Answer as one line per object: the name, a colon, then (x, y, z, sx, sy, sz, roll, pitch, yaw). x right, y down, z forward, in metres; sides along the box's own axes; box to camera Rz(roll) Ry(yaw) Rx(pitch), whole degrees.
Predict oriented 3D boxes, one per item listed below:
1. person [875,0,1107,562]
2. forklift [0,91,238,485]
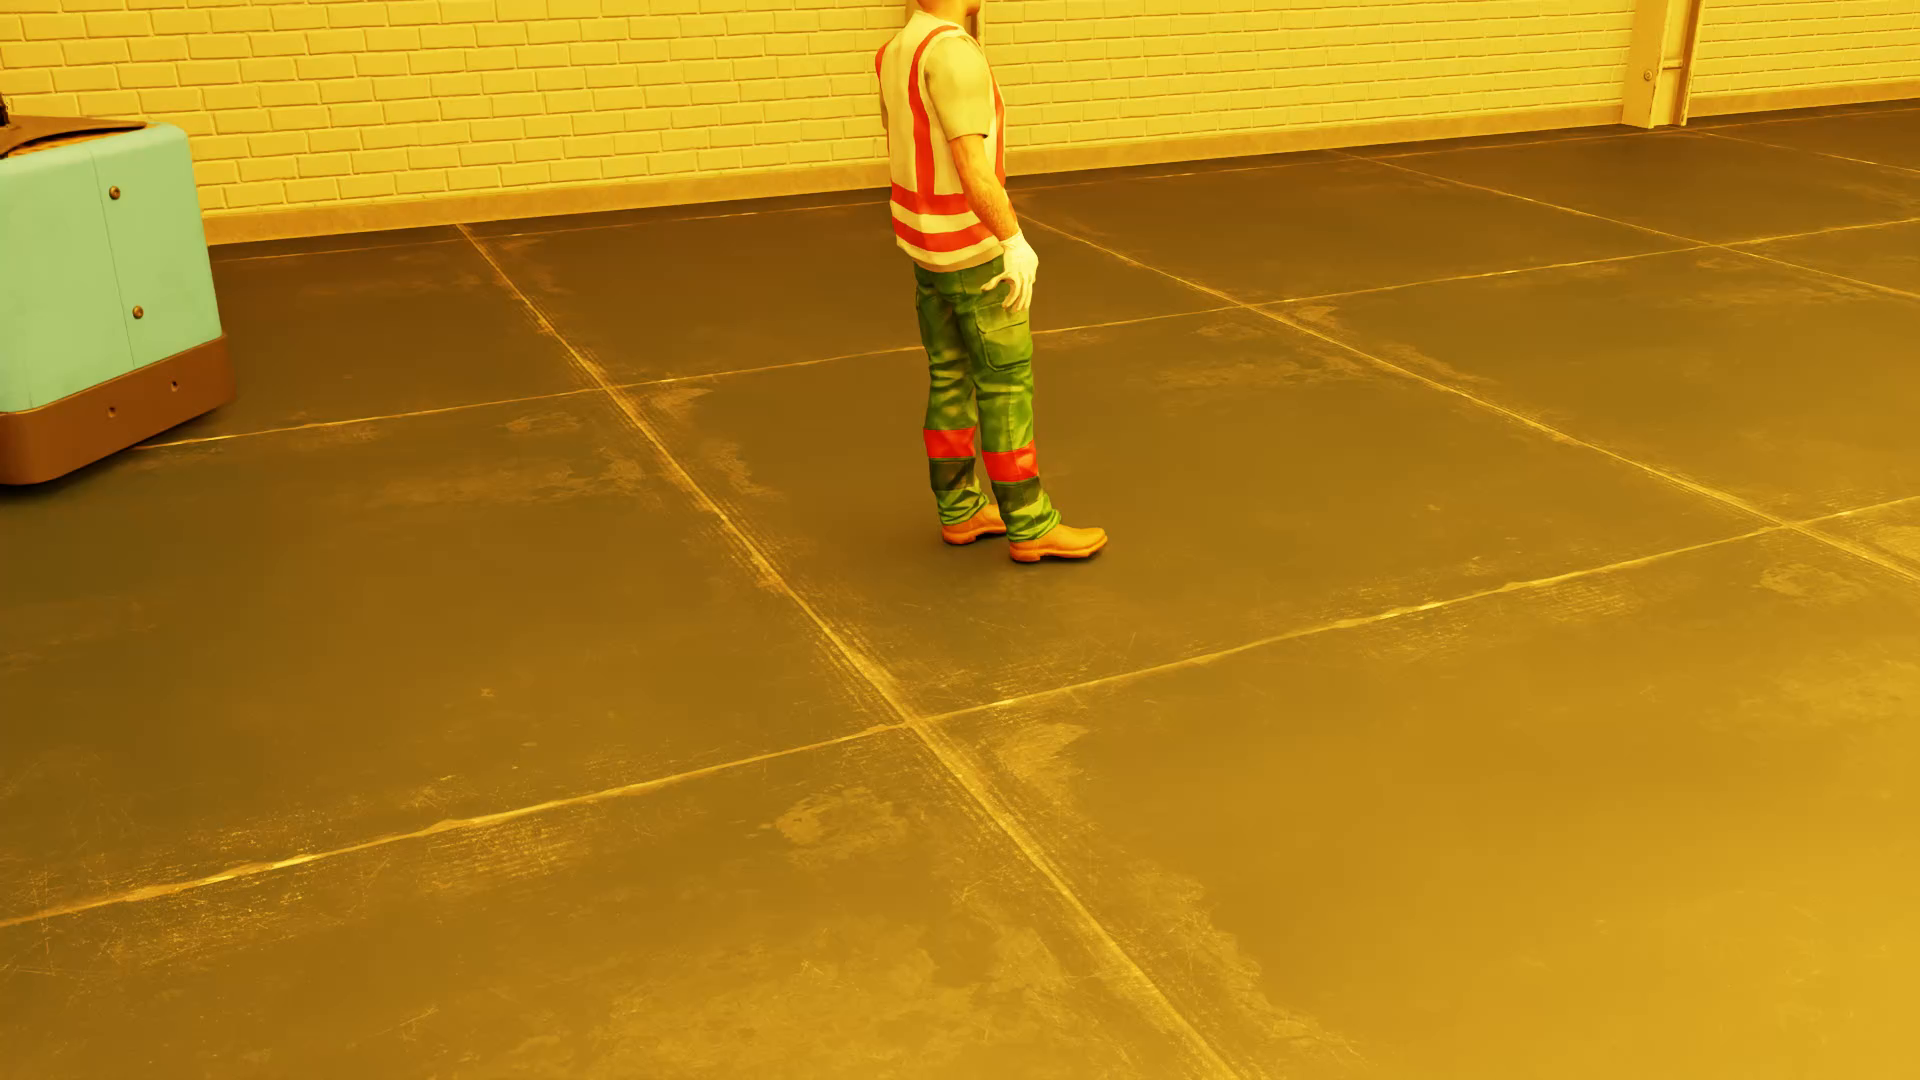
person: (0.078, -0.842, 4.784, 0.562, 1.789, 0.638, -10, 25, -23)
forklift: (-4.268, -1.807, 5.637, 3.031, 2.935, 1.130, 6, 23, 15)
